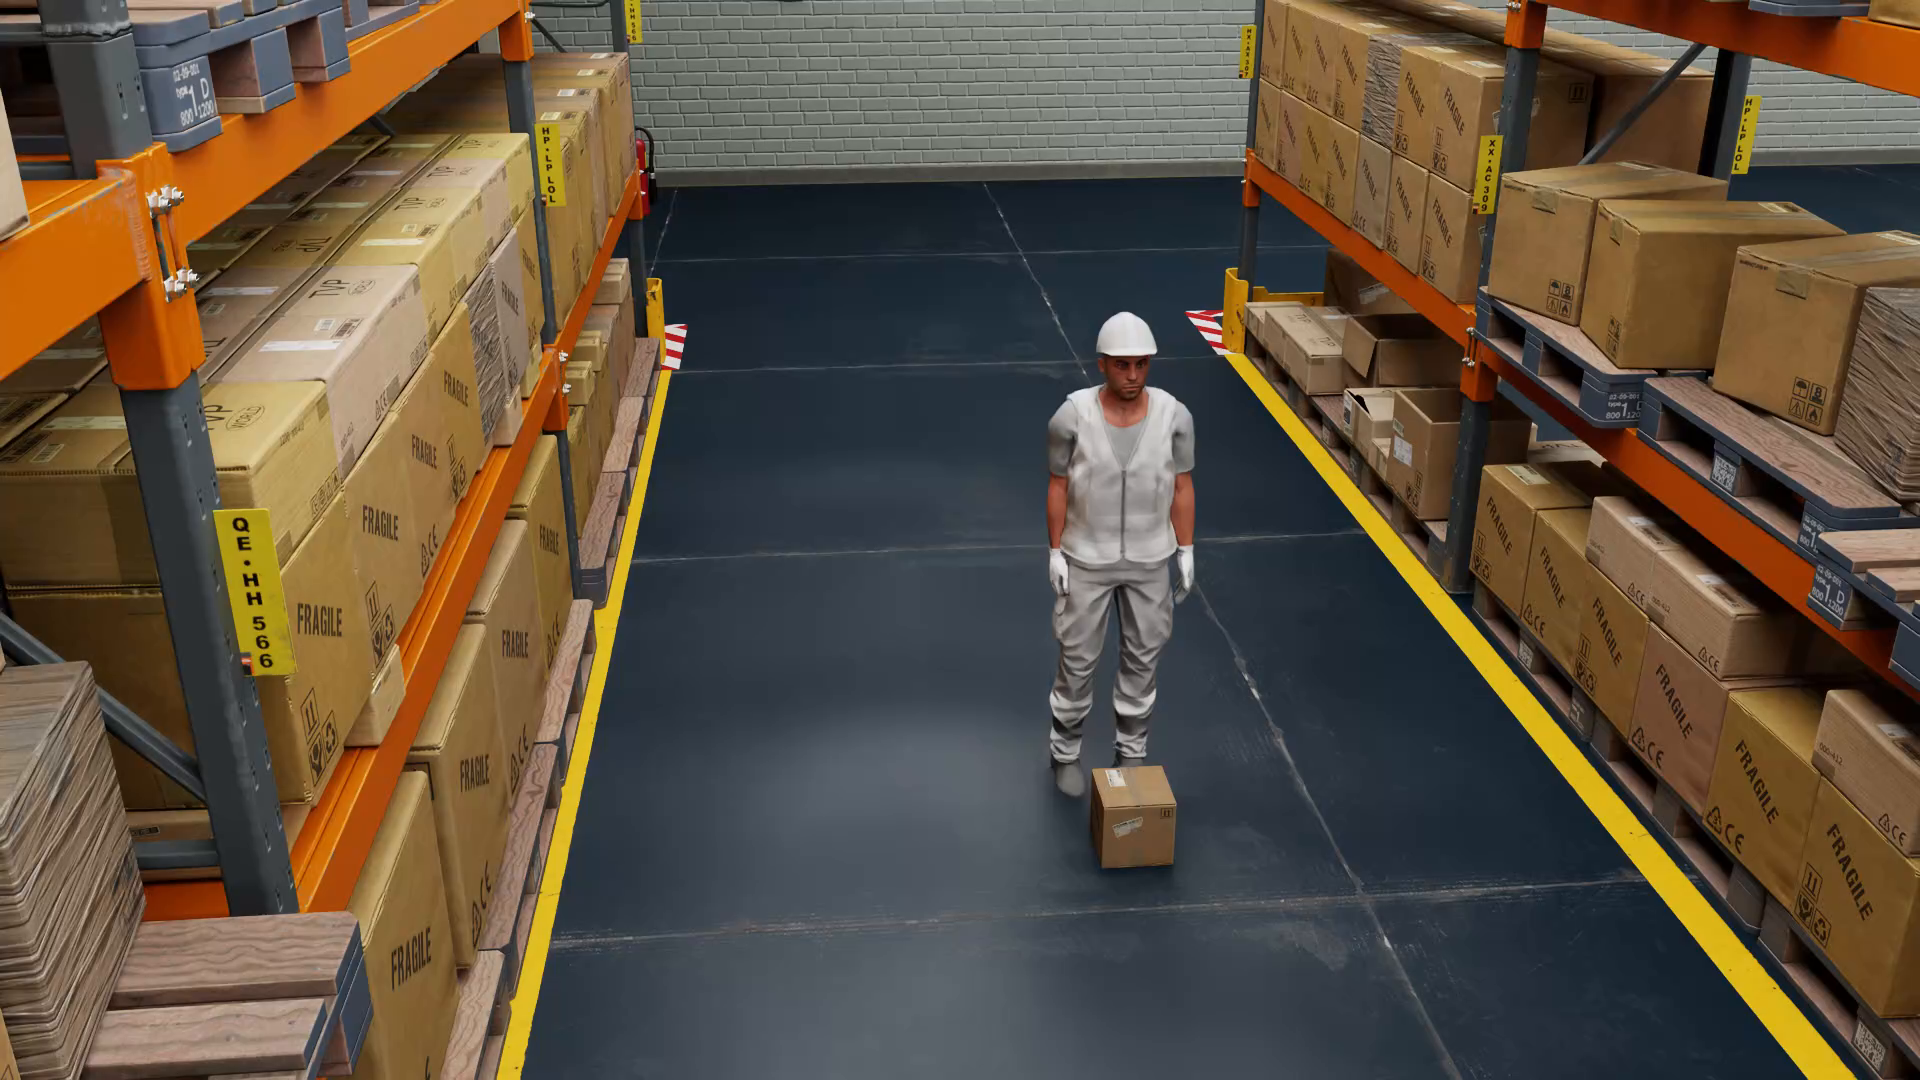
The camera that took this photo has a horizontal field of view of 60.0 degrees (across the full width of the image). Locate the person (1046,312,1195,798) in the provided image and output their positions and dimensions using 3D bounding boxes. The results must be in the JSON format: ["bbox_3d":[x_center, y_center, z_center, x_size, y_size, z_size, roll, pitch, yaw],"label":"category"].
[{"bbox_3d":[0.569,0.083,5.914,0.534,1.821,0.347,-1,24,-3],"label":"person"}]
